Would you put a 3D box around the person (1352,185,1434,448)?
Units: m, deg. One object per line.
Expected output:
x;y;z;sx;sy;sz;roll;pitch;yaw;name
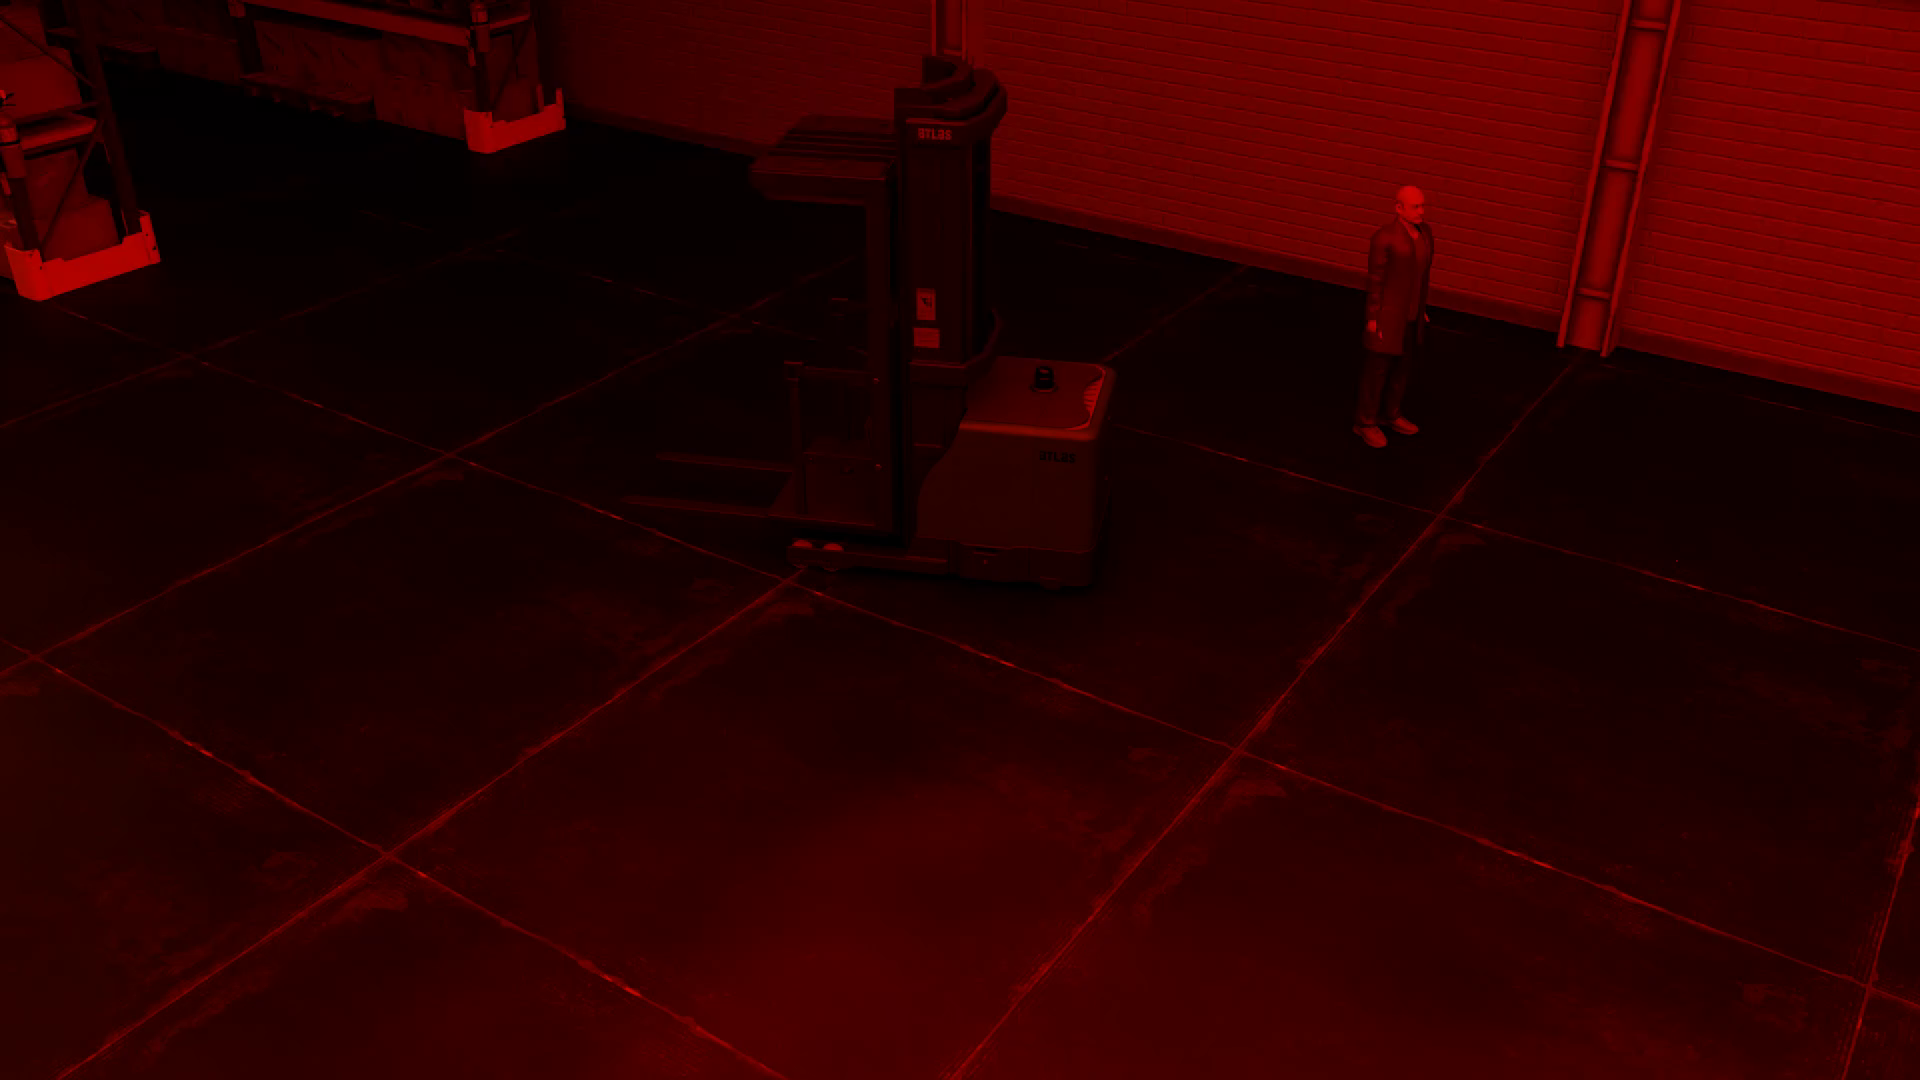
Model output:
3.017;-1.538;11.373;0.547;1.782;0.392;-21;36;-31;person

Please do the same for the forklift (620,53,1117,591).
-0.596;-1.330;9.871;3.031;2.935;1.130;6;31;10;forklift
